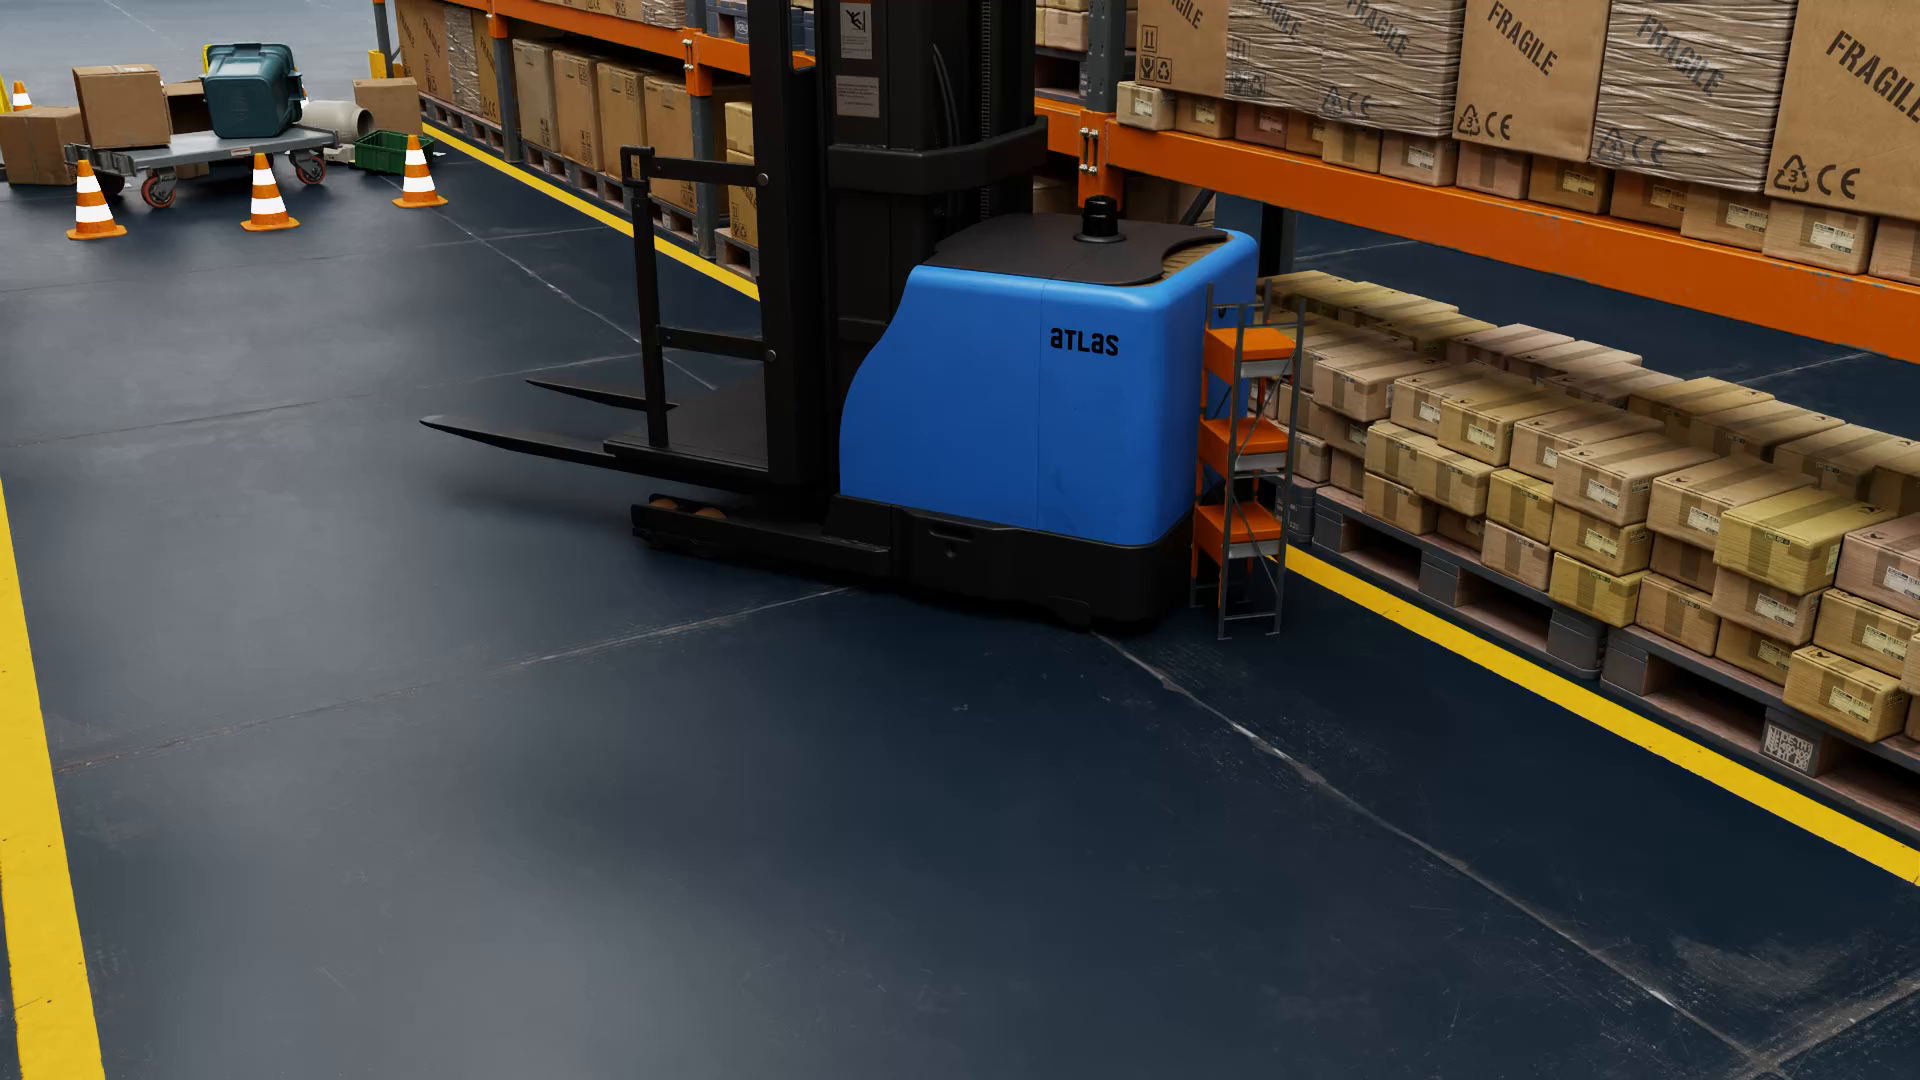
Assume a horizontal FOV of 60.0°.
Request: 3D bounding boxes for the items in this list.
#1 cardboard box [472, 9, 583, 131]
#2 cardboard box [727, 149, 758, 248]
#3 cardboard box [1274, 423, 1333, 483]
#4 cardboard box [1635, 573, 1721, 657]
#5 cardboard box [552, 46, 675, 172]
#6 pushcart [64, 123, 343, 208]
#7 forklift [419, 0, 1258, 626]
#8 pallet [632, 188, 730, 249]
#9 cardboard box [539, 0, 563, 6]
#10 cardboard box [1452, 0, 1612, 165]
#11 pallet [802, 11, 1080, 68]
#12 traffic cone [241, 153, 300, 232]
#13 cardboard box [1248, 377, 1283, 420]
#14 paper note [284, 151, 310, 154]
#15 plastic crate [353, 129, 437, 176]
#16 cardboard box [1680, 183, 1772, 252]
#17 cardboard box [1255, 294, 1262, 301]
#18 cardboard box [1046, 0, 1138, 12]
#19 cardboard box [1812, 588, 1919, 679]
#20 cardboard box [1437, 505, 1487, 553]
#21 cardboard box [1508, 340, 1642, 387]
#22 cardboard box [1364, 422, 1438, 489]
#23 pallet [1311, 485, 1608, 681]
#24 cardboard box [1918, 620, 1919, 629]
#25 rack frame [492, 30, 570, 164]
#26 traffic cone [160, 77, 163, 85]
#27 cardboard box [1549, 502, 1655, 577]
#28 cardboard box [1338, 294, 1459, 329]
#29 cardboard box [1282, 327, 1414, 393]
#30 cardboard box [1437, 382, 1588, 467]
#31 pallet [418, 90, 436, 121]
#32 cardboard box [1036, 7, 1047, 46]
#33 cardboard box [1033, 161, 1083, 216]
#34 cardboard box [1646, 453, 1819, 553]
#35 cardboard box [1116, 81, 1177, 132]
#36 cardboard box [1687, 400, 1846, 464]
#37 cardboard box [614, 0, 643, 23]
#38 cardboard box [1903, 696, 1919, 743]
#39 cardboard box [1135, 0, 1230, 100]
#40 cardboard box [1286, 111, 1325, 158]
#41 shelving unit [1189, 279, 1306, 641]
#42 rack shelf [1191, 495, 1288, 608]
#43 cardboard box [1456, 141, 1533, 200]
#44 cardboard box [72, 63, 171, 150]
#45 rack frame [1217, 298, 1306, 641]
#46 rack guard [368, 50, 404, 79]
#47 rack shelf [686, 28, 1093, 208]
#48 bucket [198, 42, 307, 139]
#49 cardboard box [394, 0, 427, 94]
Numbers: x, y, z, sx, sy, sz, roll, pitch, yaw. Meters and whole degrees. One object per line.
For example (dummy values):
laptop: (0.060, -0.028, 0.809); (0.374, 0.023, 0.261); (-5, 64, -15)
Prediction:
cardboard box: (-3.411, -3.891, 13.666); (0.875, 0.875, 0.875); (-12, 25, -27)
cardboard box: (-0.964, -1.928, 9.332); (0.500, 0.500, 0.500); (-14, 26, -30)
cardboard box: (1.327, -0.339, 5.891); (0.380, 0.149, 0.250); (-13, 26, -29)
cardboard box: (2.115, 0.173, 4.630); (0.380, 0.149, 0.250); (-12, 25, -28)
cardboard box: (-2.266, -3.120, 11.933); (1.050, 0.750, 0.750); (-13, 25, -28)
pushcart: (-5.419, -2.719, 12.000); (0.936, 0.377, 1.648); (17, 28, 36)
forklift: (-0.562, -1.464, 5.520); (3.031, 2.935, 1.130); (11, 24, 24)
pallet: (-1.444, -2.147, 10.814); (1.003, 0.211, 1.213); (-13, 25, -28)
cardboard box: (-2.600, -3.963, 11.444); (0.500, 0.500, 0.500); (-13, 25, -29)
cardboard box: (1.758, -1.353, 4.629); (0.500, 0.500, 0.500); (-11, 25, -26)
pallet: (-0.060, -2.447, 8.104); (1.003, 0.211, 1.213); (-13, 25, -28)
traffic cone: (-4.509, -2.270, 10.783); (0.336, 0.463, 0.334); (-13, 25, -28)
cardboard box: (1.209, -0.571, 6.065); (0.380, 0.149, 0.250); (-13, 25, -29)
paper note: (-5.416, -3.173, 13.587); (0.172, 0.023, 0.155); (-4, 22, -10)
plastic crate: (-4.365, -2.992, 12.848); (0.450, 0.188, 0.662); (9, 22, -4)
cardboard box: (2.075, -0.849, 4.251); (0.380, 0.149, 0.250); (-14, 26, -31)
cardboard box: (0.935, -0.872, 6.413); (0.380, 0.149, 0.250); (-11, 25, -26)
cardboard box: (0.564, -2.181, 6.575); (0.380, 0.149, 0.250); (-12, 25, -27)
cardboard box: (2.378, 0.198, 4.174); (0.380, 0.149, 0.250); (-13, 26, -29)
cardboard box: (1.744, -0.086, 5.268); (0.380, 0.149, 0.250); (-12, 25, -27)
cardboard box: (2.072, -0.551, 5.621); (0.380, 0.149, 0.250); (-14, 26, -30)
cardboard box: (1.539, -0.295, 5.387); (0.380, 0.149, 0.250); (-13, 25, -29)
pallet: (1.938, 0.023, 5.473); (1.003, 0.211, 1.213); (-13, 25, -28)
cardboard box: (2.492, 0.148, 3.901); (0.380, 0.149, 0.250); (-12, 25, -28)
rack frame: (-3.149, -4.464, 12.811); (1.000, 3.000, 0.127); (-13, 25, -28)
traffic cone: (-7.287, -4.031, 15.115); (0.336, 0.463, 0.334); (-13, 25, -28)
cardboard box: (1.923, -0.040, 4.760); (0.380, 0.149, 0.250); (-12, 25, -27)
cardboard box: (1.640, -0.804, 6.245); (0.380, 0.149, 0.250); (-13, 25, -29)
cardboard box: (1.349, -0.619, 5.790); (0.380, 0.149, 0.250); (-13, 26, -30)
cardboard box: (1.711, -0.362, 5.156); (0.380, 0.149, 0.250); (-12, 25, -28)
pallet: (-4.717, -4.223, 15.922); (1.003, 0.211, 1.213); (-13, 25, -28)
cardboard box: (0.431, -2.127, 6.837); (0.380, 0.149, 0.250); (-12, 25, -28)
cardboard box: (0.339, -1.451, 7.163); (0.500, 0.250, 0.500); (-13, 26, -30)
cardboard box: (2.094, -0.099, 4.511); (0.380, 0.149, 0.250); (-14, 26, -30)
cardboard box: (0.800, -1.603, 6.106); (0.380, 0.149, 0.250); (-12, 25, -26)
cardboard box: (2.411, -0.292, 4.985); (0.380, 0.149, 0.250); (-12, 25, -26)
cardboard box: (-1.821, -3.471, 10.236); (0.500, 0.500, 0.500); (-13, 25, -28)
cardboard box: (2.532, 0.416, 4.032); (0.380, 0.149, 0.250); (-12, 25, -27)
cardboard box: (0.973, -1.850, 5.851); (0.500, 0.500, 0.500); (-13, 26, -29)
cardboard box: (1.311, -1.369, 5.529); (0.380, 0.149, 0.250); (-14, 26, -31)
shelving unit: (0.853, -0.234, 4.992); (0.215, 1.050, 0.252); (-5, 23, -12)
rack shelf: (0.853, 0.034, 5.100); (0.215, 0.259, 0.240); (-5, 23, -12)
cardboard box: (1.692, -1.109, 4.889); (0.380, 0.149, 0.250); (-12, 25, -26)
cardboard box: (-5.838, -3.024, 11.582); (0.500, 0.500, 0.500); (-13, 25, -28)
rack frame: (0.881, -0.189, 4.882); (0.200, 1.050, 0.008); (-5, 23, -12)
rack guard: (-5.205, -4.609, 16.486); (1.175, 0.500, 0.348); (-13, 25, -28)
rack shelf: (-0.085, -2.188, 8.168); (1.077, 0.370, 4.000); (-13, 25, -28)
bucket: (-5.201, -3.252, 12.158); (0.726, 0.611, 0.620); (-4, 32, -10)
cardboard box: (-4.790, -4.762, 15.808); (0.875, 0.875, 0.875); (-12, 25, -28)
